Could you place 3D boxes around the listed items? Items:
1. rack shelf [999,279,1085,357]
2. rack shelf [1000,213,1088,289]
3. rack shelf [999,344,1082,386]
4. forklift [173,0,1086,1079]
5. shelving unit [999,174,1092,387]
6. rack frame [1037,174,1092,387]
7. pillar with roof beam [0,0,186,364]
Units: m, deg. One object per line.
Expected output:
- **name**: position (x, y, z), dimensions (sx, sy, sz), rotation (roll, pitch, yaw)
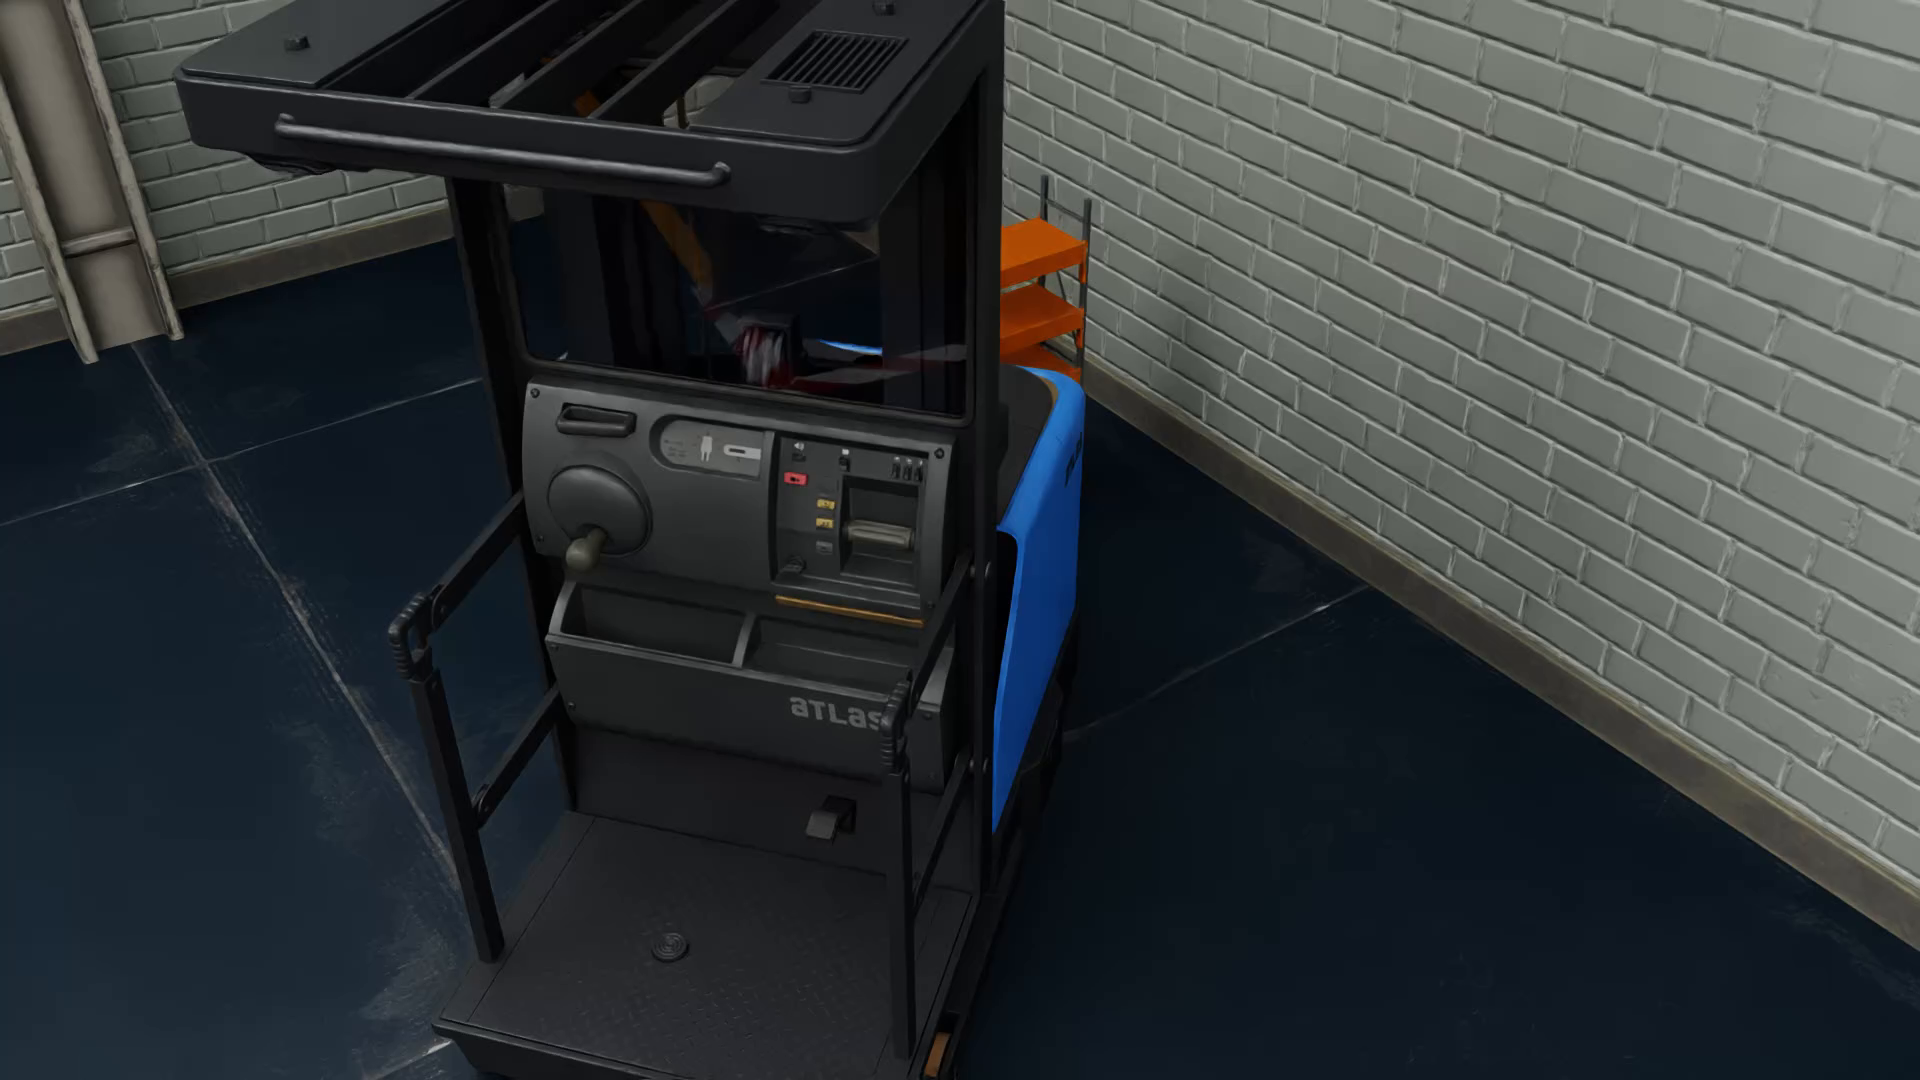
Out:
- **rack shelf**: position (0.135, -0.670, 5.386), dimensions (0.480, 0.148, 0.258), rotation (-22, 41, -28)
- **rack shelf**: position (0.135, -0.862, 5.248), dimensions (0.480, 0.148, 0.258), rotation (-22, 41, -28)
- **rack shelf**: position (0.135, -0.488, 5.516), dimensions (0.480, 0.148, 0.258), rotation (-22, 41, -28)
- **forklift**: position (-0.526, -0.021, 3.269), dimensions (1.130, 2.935, 3.031), rotation (9, 37, 12)
- **shelving unit**: position (0.135, -0.543, 5.477), dimensions (0.503, 1.200, 0.258), rotation (-22, 41, -28)
- **rack frame**: position (0.335, -0.625, 5.591), dimensions (0.015, 1.200, 0.240), rotation (-22, 41, -28)
- **pillar with roof beam**: position (-0.993, -2.449, 1.448), dimensions (0.400, 9.000, 9.100), rotation (-22, 41, -28)
